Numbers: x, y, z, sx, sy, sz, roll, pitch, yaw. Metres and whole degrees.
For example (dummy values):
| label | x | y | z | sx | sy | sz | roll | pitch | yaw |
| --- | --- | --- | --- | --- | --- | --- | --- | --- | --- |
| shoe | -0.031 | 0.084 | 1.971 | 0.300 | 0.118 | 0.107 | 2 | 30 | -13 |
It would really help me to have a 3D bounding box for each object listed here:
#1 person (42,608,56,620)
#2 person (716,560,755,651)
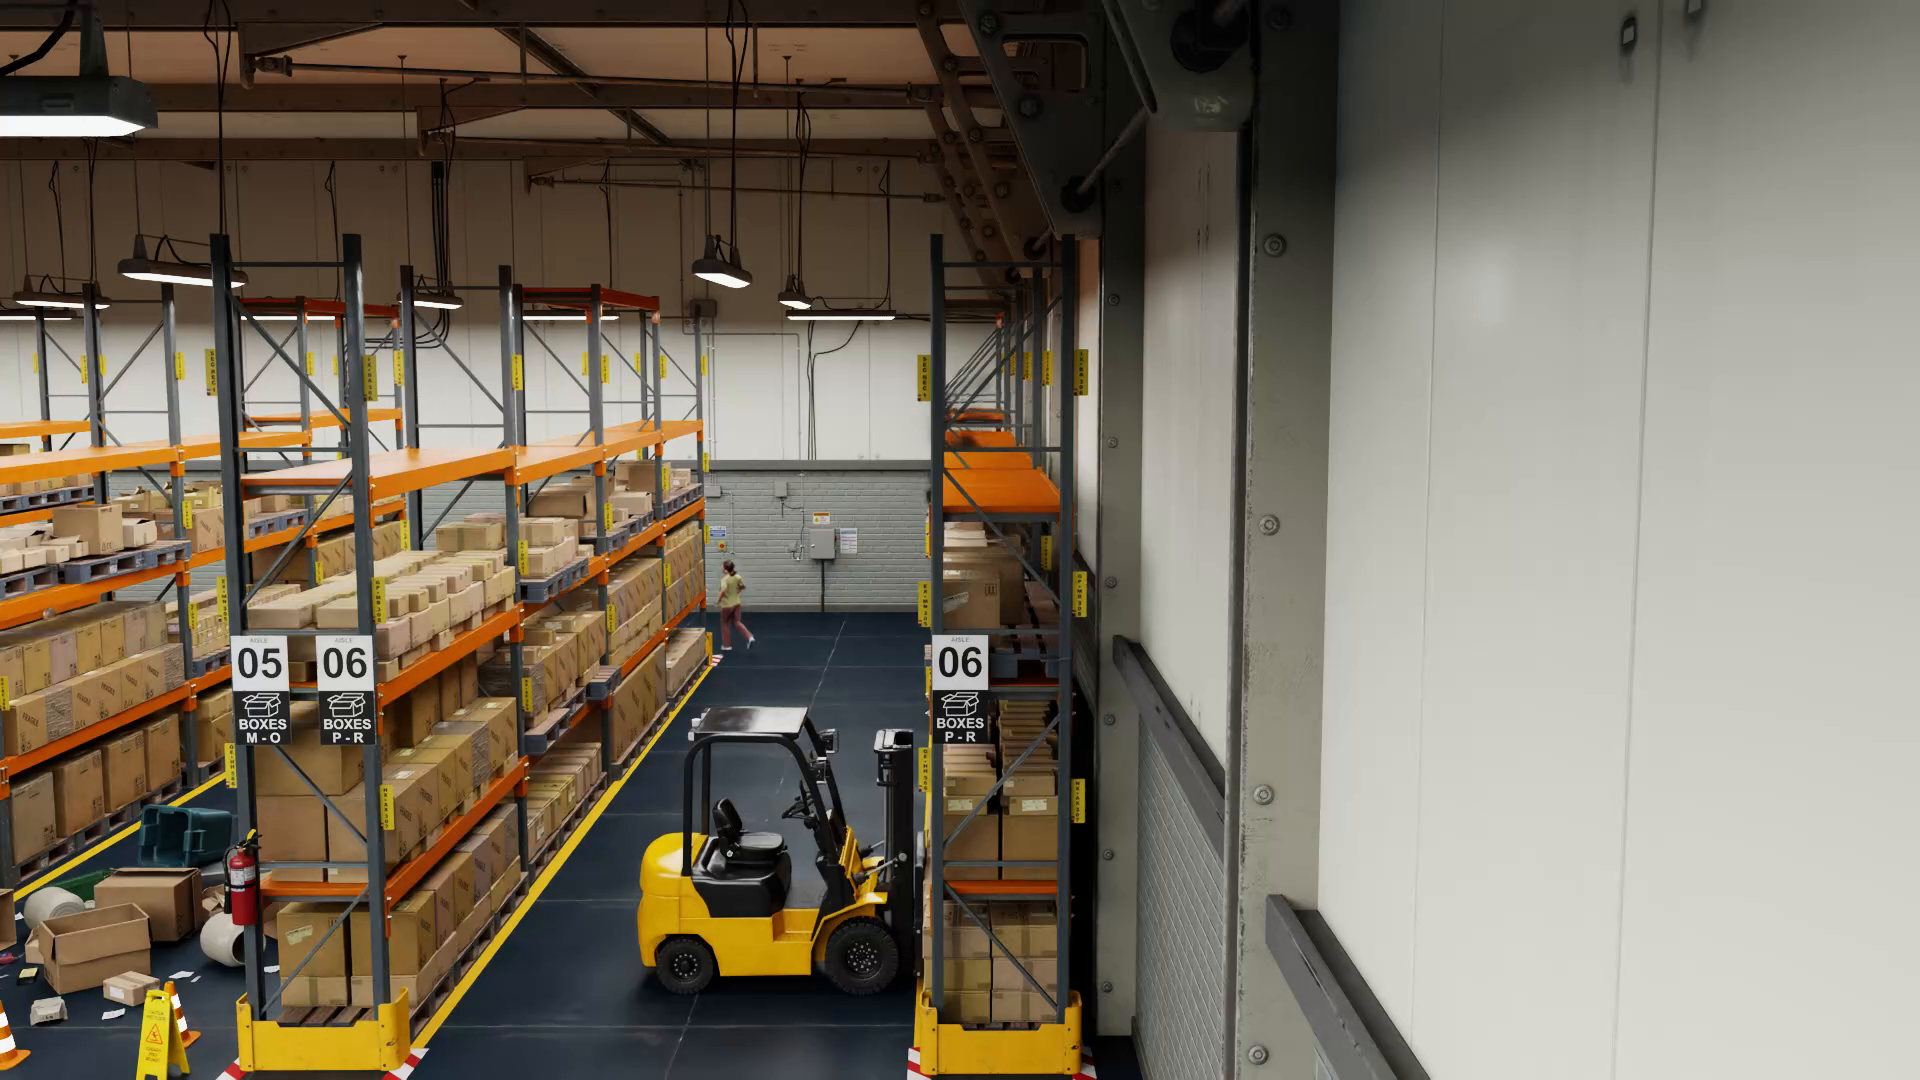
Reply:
| label | x | y | z | sx | sy | sz | roll | pitch | yaw |
| --- | --- | --- | --- | --- | --- | --- | --- | --- | --- |
| person | -12.777 | 1.764 | 23.461 | 0.562 | 1.646 | 0.866 | -1 | 6 | -12 |
| person | -4.007 | 1.153 | 28.872 | 0.864 | 1.636 | 0.641 | 5 | 8 | 39 |
